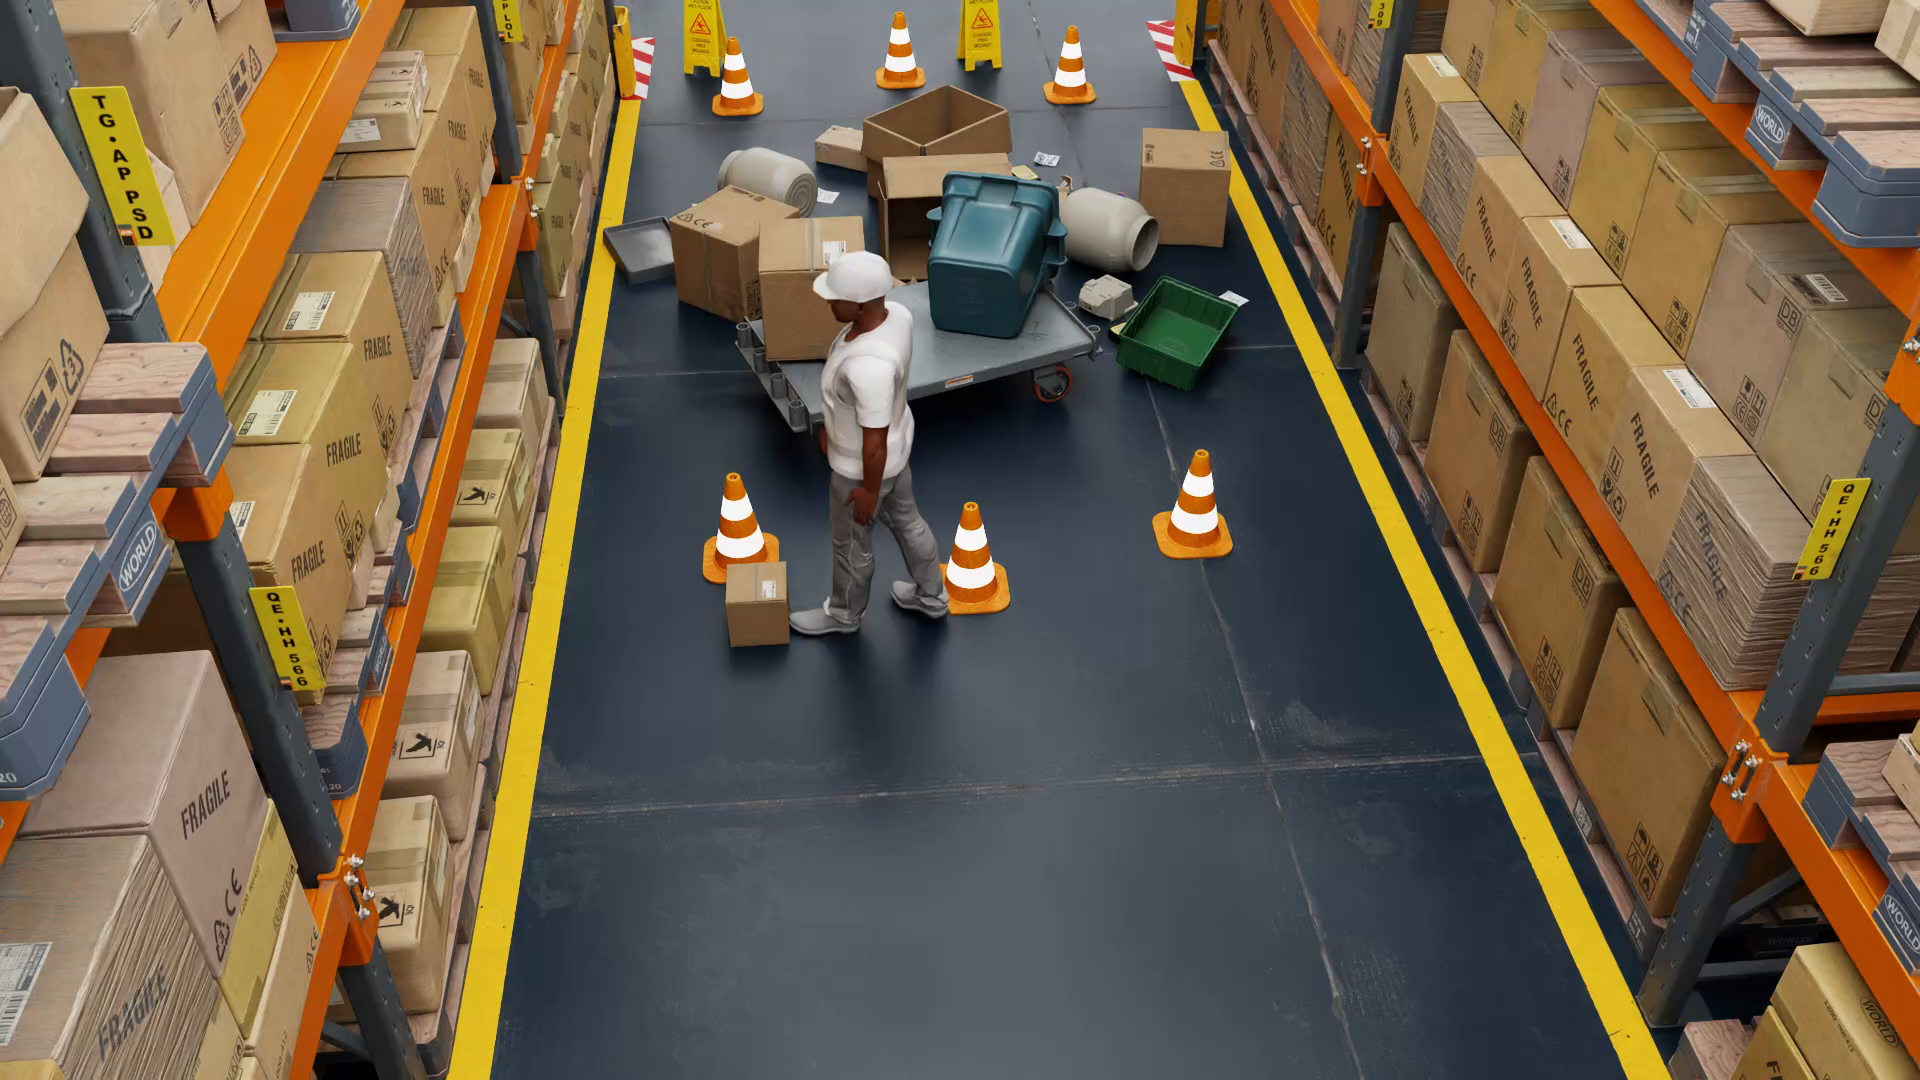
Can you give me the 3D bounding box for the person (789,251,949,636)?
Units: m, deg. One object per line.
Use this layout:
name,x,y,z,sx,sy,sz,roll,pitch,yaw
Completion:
person,-0.380,-0.354,6.563,0.667,1.770,0.589,7,39,9
